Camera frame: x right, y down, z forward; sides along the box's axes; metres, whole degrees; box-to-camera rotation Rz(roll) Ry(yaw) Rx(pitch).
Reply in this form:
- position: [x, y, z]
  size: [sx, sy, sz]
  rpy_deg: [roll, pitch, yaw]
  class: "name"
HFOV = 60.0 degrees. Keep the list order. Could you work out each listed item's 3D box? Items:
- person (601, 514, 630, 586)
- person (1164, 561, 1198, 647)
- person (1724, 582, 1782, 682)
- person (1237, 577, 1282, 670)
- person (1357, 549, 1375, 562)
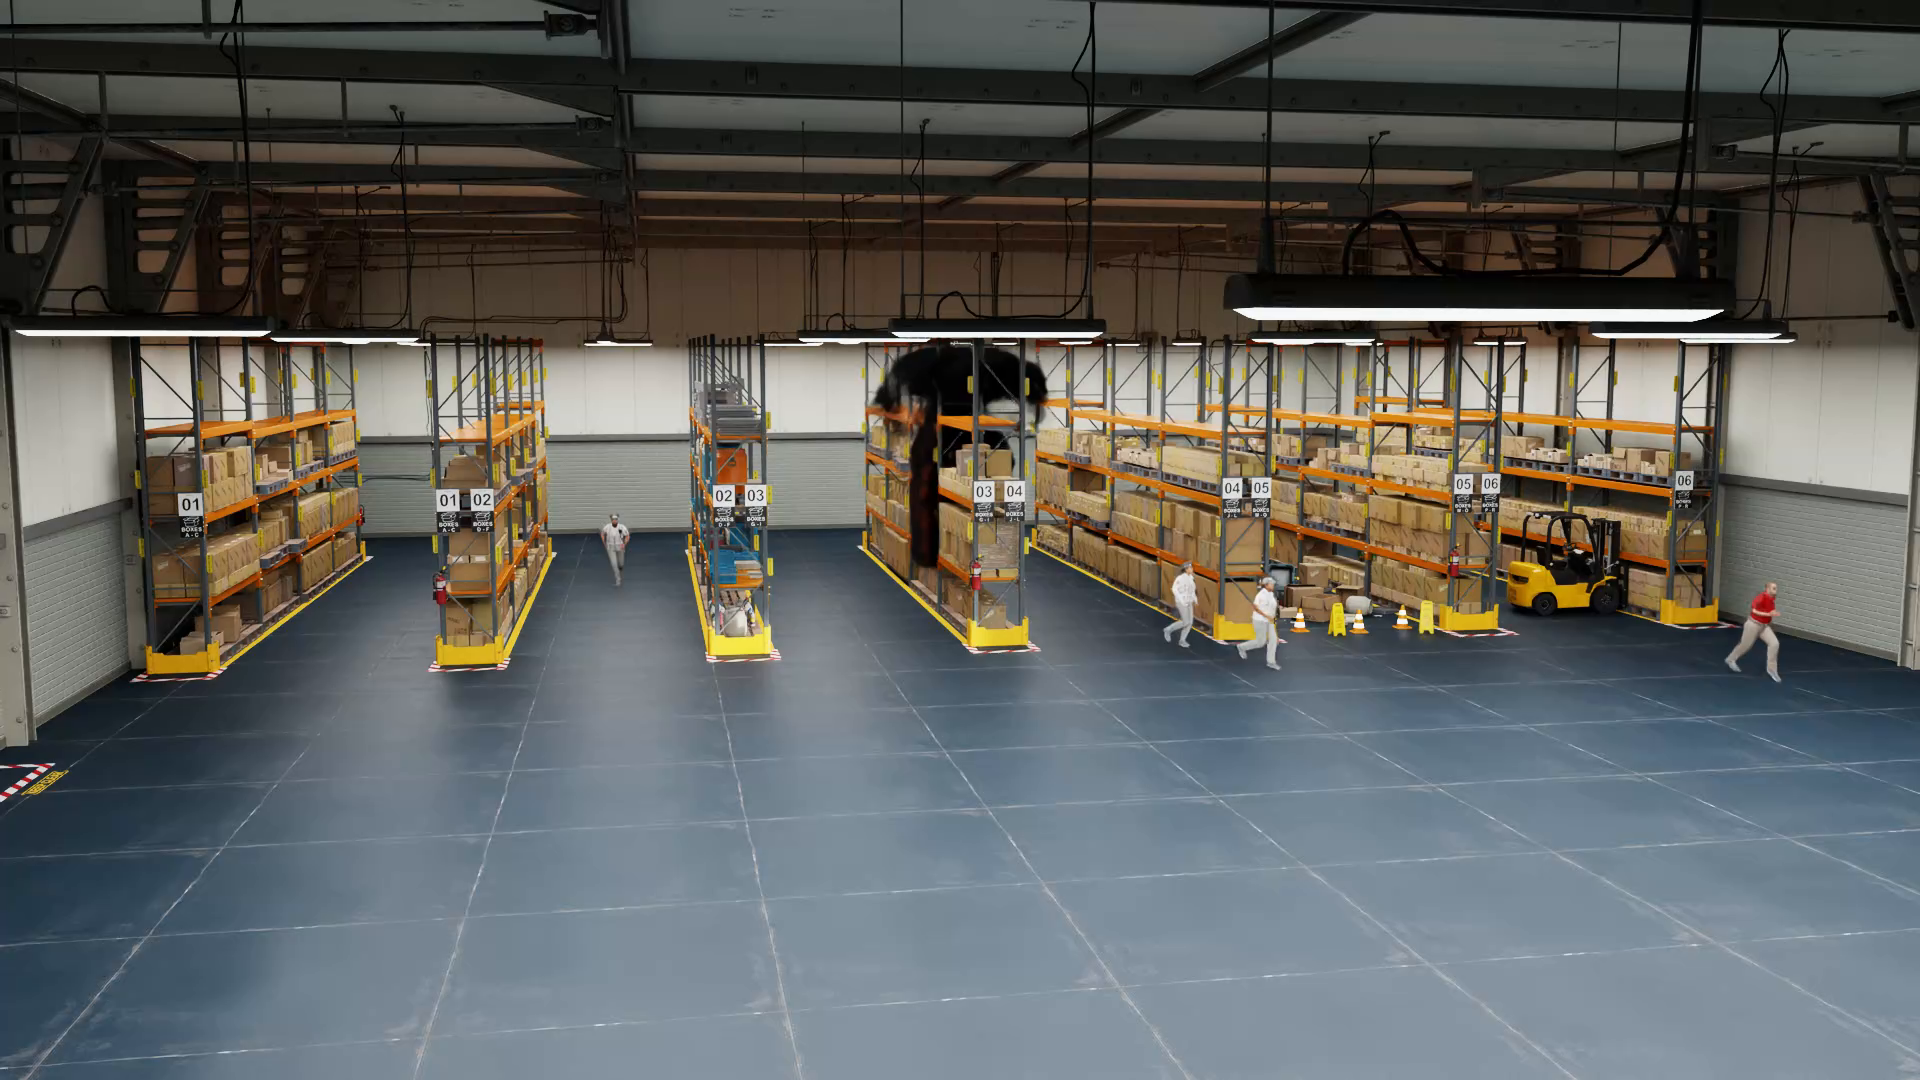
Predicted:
- position: [-8.417, 0.218, 40.627]
  size: [0.688, 1.770, 0.832]
  rpy_deg: [-1, 7, -12]
  class: "person"
- position: [4.344, 1.216, 32.326]
  size: [0.559, 1.645, 0.653]
  rpy_deg: [5, 8, 39]
  class: "person"
- position: [13.898, 1.570, 29.084]
  size: [0.658, 1.752, 1.015]
  rpy_deg: [-4, 8, -30]
  class: "person"
- position: [5.451, 1.486, 30.058]
  size: [0.859, 1.660, 0.630]
  rpy_deg: [4, 8, 32]
  class: "person"
- position: [10.888, -0.273, 44.620]
  size: [0.657, 1.852, 0.777]
  rpy_deg: [-3, 7, -21]
  class: "person"
